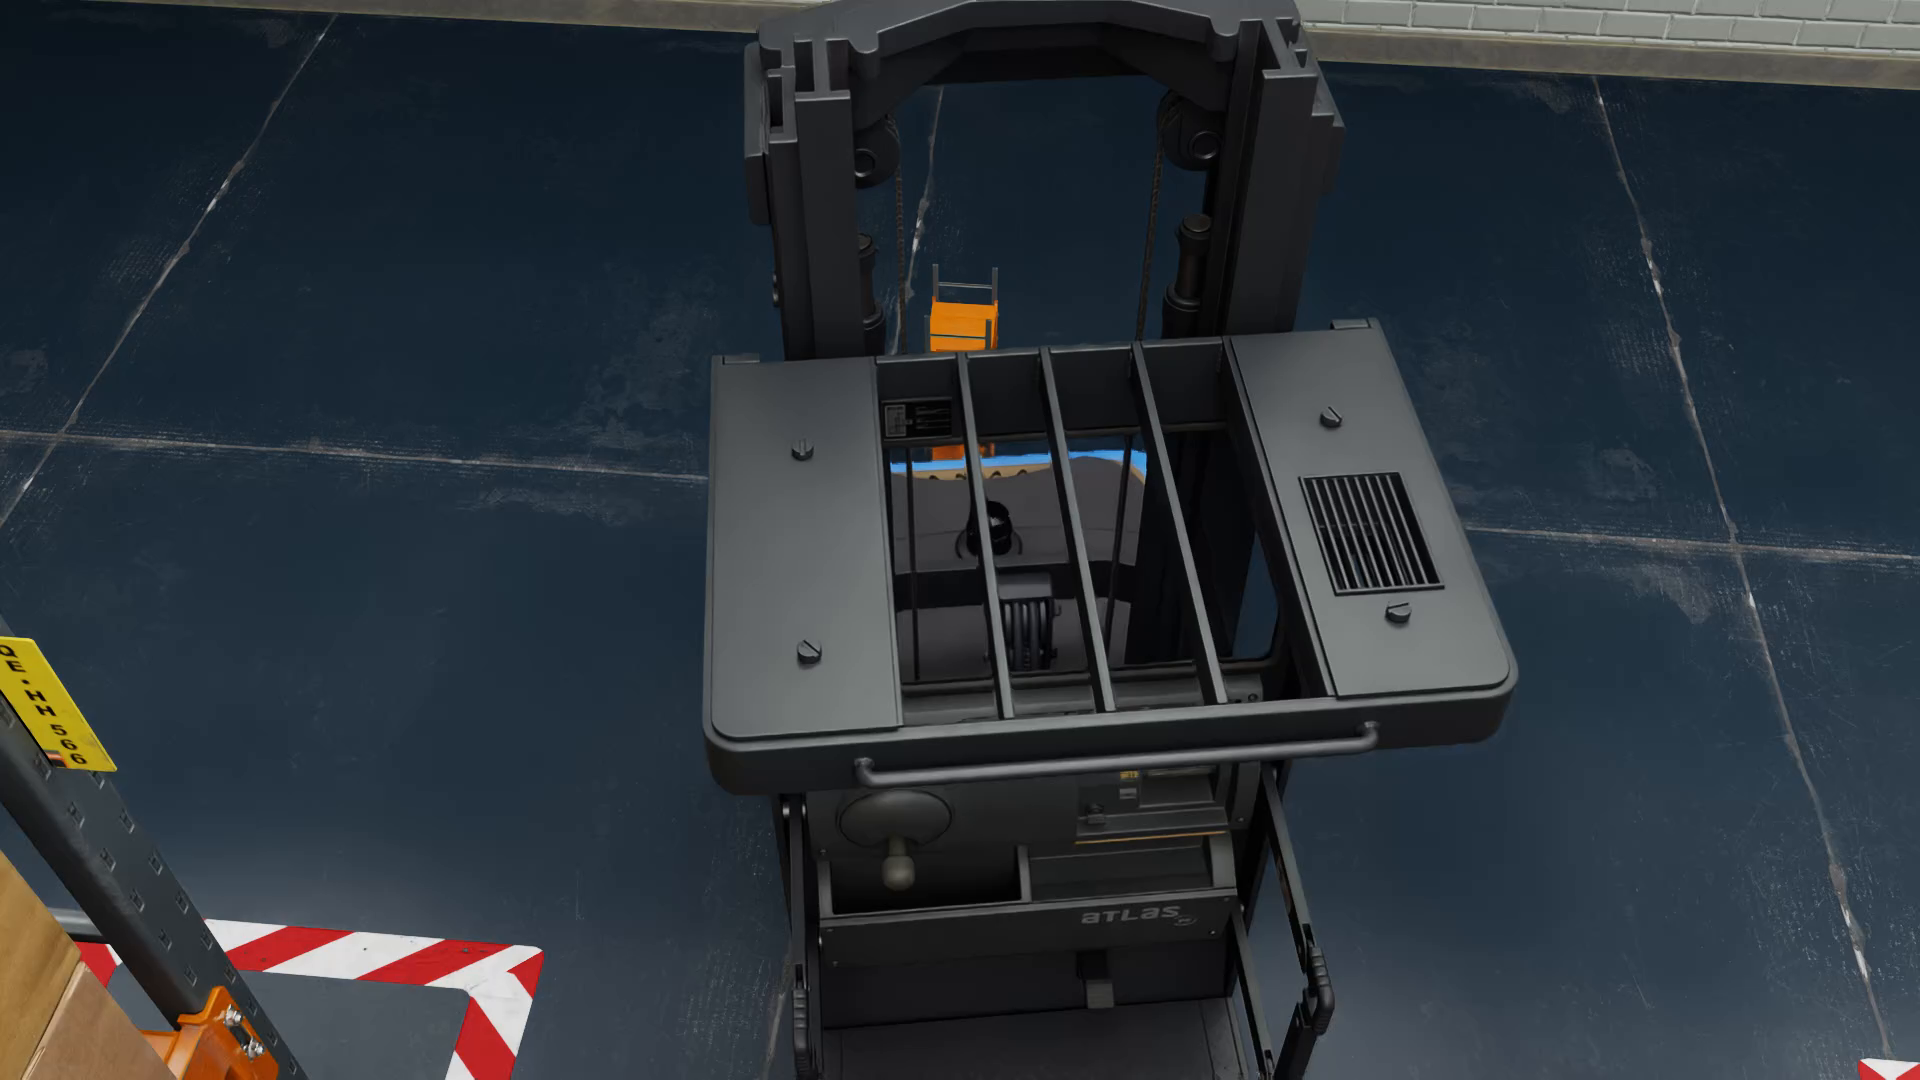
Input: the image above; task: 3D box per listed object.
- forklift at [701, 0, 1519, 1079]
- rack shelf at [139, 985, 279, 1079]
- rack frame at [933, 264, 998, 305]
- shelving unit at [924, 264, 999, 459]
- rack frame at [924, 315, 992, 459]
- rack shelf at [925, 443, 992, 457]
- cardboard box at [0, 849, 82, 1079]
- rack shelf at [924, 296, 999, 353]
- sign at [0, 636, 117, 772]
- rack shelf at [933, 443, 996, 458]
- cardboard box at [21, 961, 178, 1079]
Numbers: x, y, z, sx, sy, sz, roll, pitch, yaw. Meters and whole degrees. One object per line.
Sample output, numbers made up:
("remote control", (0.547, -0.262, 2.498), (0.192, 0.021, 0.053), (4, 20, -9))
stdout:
("forklift", (0.170, 0.590, 3.224), (1.130, 2.935, 3.031), (-4, 48, -3))
("rack shelf", (-2.104, 2.407, 2.003), (1.077, 0.370, 4.000), (4, 48, 4))
("rack frame", (0.016, -0.483, 5.481), (0.200, 1.050, 0.008), (4, 48, 4))
("shelving unit", (0.005, -0.394, 5.399), (0.215, 1.050, 0.252), (4, 48, 4))
("rack frame", (-0.006, -0.304, 5.317), (0.200, 1.050, 0.008), (4, 48, 4))
("rack shelf", (0.005, -0.386, 5.406), (0.215, 0.259, 0.240), (4, 48, 4))
("cardboard box", (-1.689, 0.669, 2.360), (0.500, 0.500, 0.500), (3, 48, 3))
("rack shelf", (0.005, -0.578, 5.197), (0.215, 0.259, 0.240), (4, 48, 4))
("sign", (-1.371, 0.249, 2.491), (0.100, 0.325, 0.005), (4, 48, 4))
("rack shelf", (0.005, -0.199, 5.611), (0.215, 0.259, 0.240), (4, 48, 4))
("cardboard box", (-1.692, 1.008, 2.727), (0.500, 0.500, 0.500), (5, 48, 5))
